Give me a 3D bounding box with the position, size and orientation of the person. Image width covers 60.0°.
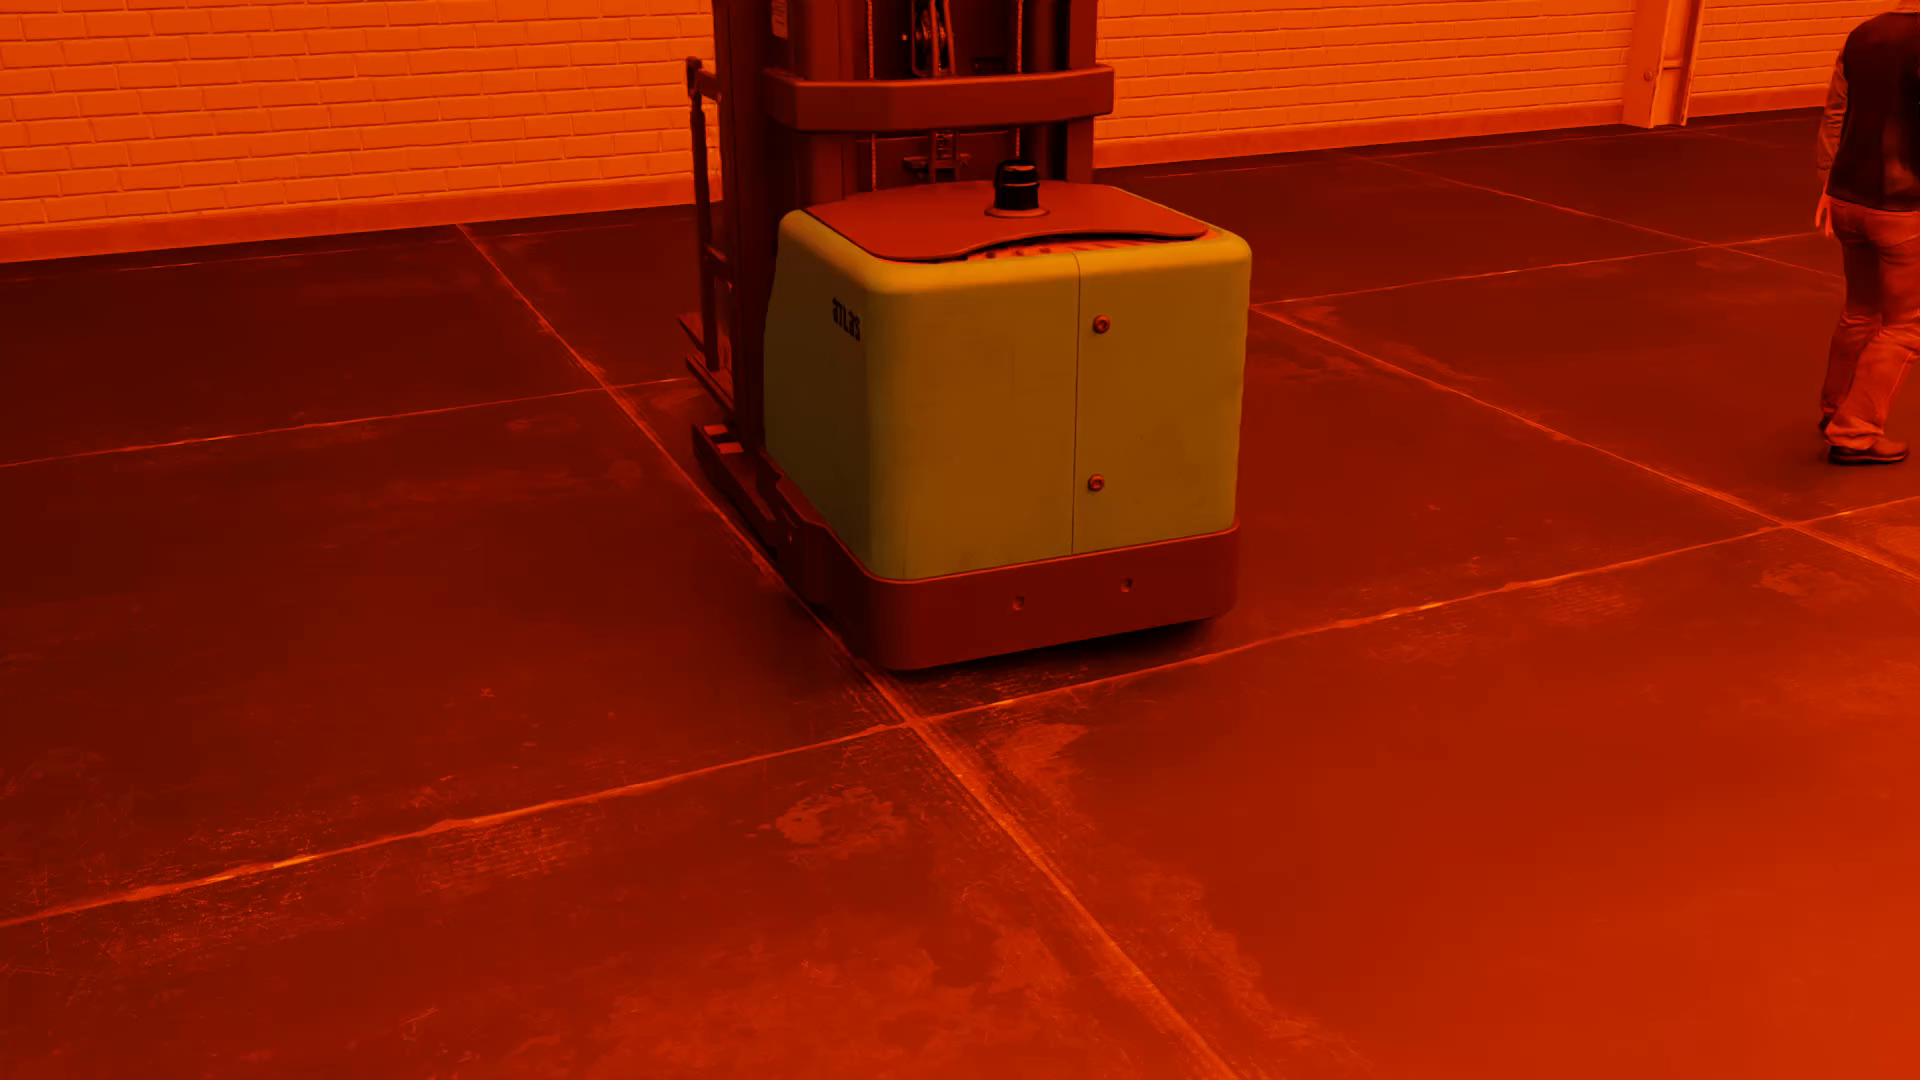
[{"bbox_3d":[3.192,-1.065,5.600,0.509,1.665,0.614,-5,23,-12],"label":"person"}]

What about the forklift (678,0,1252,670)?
[{"bbox_3d":[-0.267,-1.564,5.050,1.130,2.935,3.031,-9,24,-20],"label":"forklift"}]
